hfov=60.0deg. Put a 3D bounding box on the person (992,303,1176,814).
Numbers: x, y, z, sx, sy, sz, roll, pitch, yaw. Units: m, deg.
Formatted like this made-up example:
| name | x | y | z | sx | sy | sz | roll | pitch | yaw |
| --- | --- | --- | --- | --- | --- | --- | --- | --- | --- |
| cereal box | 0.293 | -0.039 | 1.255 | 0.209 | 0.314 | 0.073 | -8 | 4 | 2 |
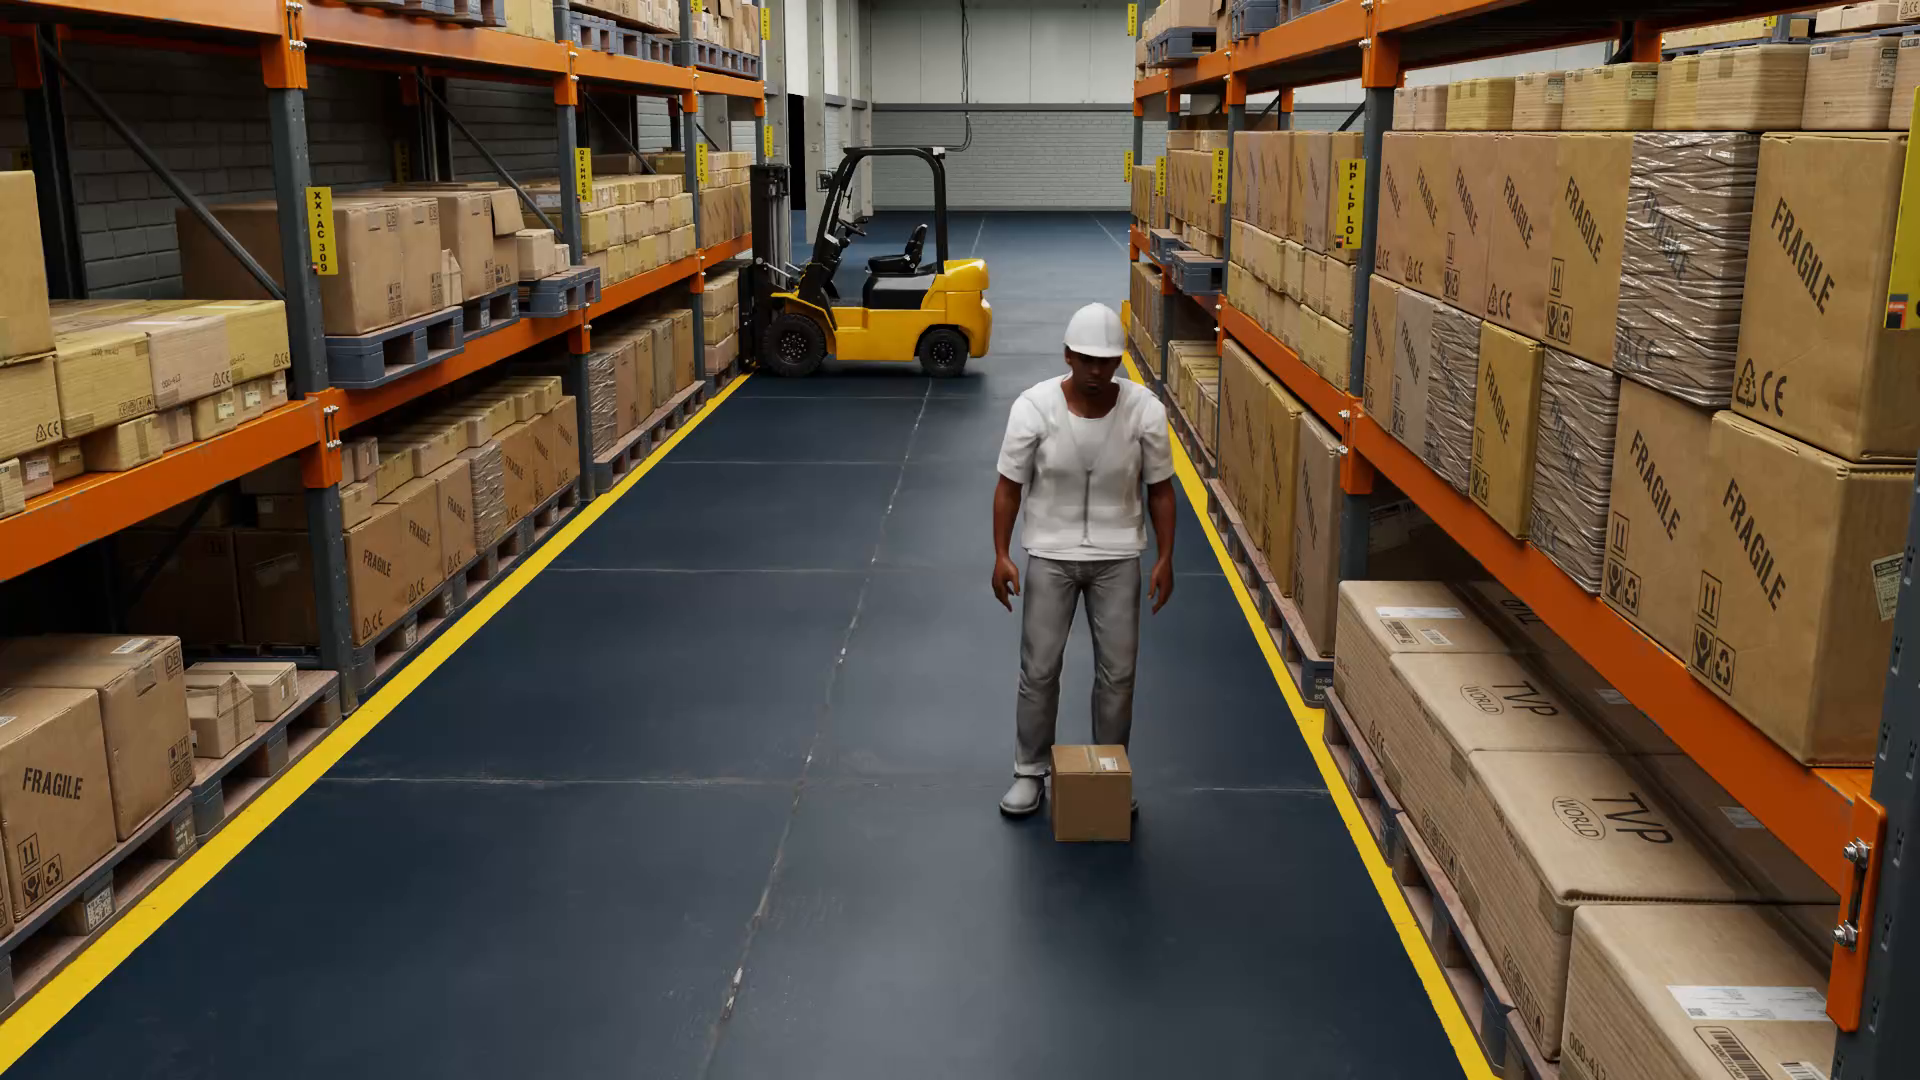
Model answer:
| name | x | y | z | sx | sy | sz | roll | pitch | yaw |
| --- | --- | --- | --- | --- | --- | --- | --- | --- | --- |
| person | 0.422 | 0.071 | 5.670 | 0.627 | 1.761 | 0.461 | 0 | 14 | 1 |
